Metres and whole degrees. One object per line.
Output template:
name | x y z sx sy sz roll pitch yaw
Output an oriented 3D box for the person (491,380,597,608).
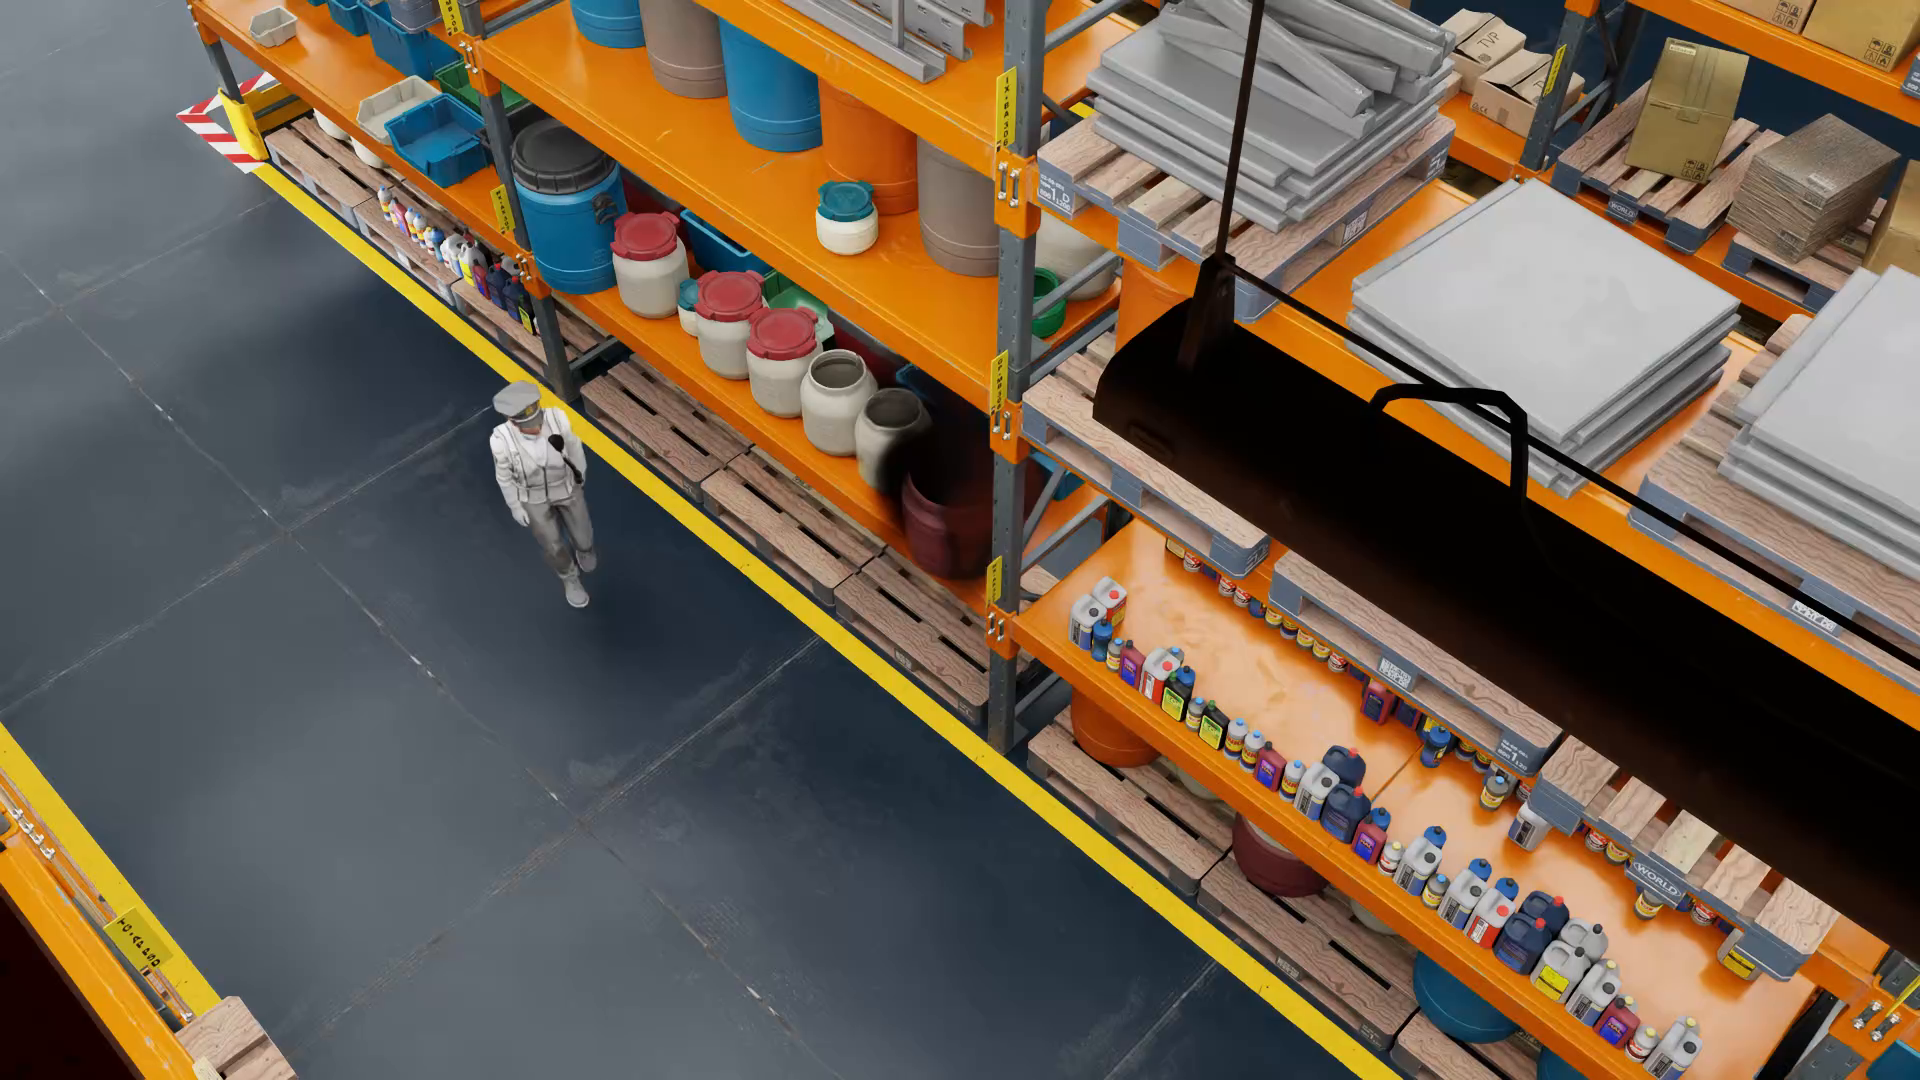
person | -2.281 -0.278 9.206 0.478 1.684 0.468 -11 51 -9
